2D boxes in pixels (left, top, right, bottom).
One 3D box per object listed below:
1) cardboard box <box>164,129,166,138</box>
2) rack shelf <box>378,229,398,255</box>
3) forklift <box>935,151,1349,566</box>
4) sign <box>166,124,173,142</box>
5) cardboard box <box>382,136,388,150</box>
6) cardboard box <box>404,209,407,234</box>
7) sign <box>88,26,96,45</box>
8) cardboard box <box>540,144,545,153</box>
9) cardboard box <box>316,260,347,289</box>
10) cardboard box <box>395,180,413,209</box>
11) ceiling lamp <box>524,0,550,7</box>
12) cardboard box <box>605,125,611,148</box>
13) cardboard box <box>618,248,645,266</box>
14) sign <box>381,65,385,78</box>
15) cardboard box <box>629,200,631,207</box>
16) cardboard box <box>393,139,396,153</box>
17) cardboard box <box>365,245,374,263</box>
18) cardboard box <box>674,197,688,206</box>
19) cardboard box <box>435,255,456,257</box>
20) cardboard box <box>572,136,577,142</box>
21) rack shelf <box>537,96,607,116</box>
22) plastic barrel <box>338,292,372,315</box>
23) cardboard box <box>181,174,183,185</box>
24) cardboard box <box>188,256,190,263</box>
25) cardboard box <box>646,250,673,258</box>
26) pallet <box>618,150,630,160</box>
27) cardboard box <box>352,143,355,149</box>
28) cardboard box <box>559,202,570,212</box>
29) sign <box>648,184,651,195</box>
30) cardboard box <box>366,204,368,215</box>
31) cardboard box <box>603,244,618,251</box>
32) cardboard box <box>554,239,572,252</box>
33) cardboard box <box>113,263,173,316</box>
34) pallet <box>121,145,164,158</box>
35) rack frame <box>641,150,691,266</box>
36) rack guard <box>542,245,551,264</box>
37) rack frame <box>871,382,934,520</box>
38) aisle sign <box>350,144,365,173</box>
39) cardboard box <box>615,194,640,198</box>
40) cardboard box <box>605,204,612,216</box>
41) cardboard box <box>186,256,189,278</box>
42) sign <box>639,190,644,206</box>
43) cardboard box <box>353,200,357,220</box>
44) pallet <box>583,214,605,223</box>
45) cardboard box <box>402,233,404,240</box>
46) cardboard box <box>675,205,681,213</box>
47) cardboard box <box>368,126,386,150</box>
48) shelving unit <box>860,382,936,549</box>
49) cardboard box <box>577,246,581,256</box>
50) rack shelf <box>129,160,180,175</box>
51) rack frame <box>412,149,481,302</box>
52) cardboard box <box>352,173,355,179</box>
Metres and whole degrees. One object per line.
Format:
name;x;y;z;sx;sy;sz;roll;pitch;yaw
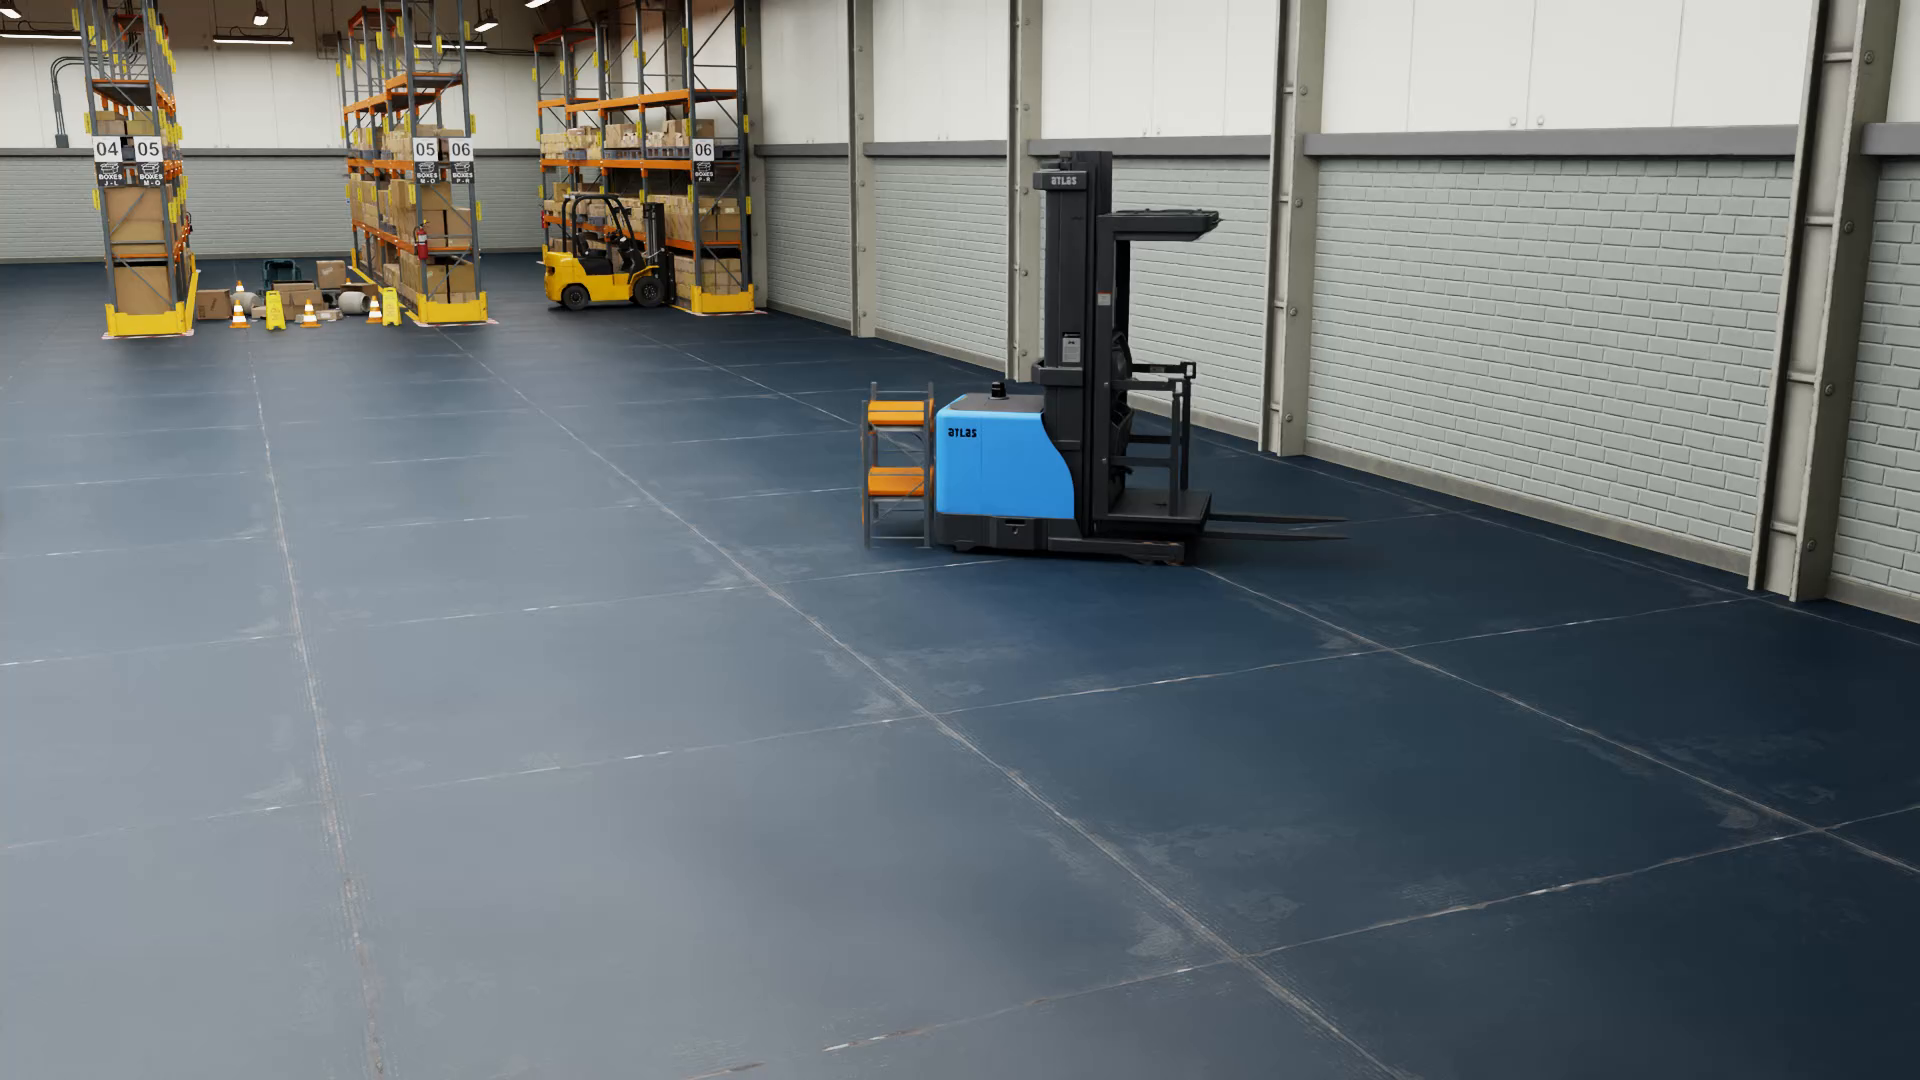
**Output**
cardboard box;-14.539;-7.348;29.834;0.500;0.250;0.500;-6;14;-23
rack shelf;-11.480;-6.275;34.927;1.077;0.370;4.000;-6;14;-23
forklift;1.383;-1.371;12.294;3.031;2.935;1.130;3;13;12
sign;-14.666;-7.547;30.851;0.100;0.325;0.005;-6;14;-23
cardboard box;-11.911;-8.352;35.432;0.700;0.500;0.500;-6;14;-23
cardboard box;-10.126;-5.981;31.178;0.500;0.500;0.500;-5;14;-22
sign;-15.666;-9.110;30.025;0.100;0.325;0.005;-6;14;-23
cardboard box;-11.012;-10.558;44.855;0.500;0.250;0.500;-6;14;-24
cardboard box;-12.298;-5.197;32.535;0.500;0.500;0.500;-6;14;-23
cardboard box;-9.976;-6.354;30.573;0.700;0.500;0.500;-6;14;-24
ceiling lamp;-8.091;-12.201;32.685;0.800;3.185;2.000;-6;14;-23
cardboard box;-7.668;-9.080;37.422;0.500;0.500;0.500;-5;14;-22
cardboard box;-7.228;-6.271;37.650;0.875;0.625;0.625;-5;14;-21
sign;-14.983;-12.154;43.181;0.100;0.325;0.005;-6;14;-23
cardboard box;-7.012;-7.338;36.264;0.380;0.149;0.250;-5;14;-22
cardboard box;-10.539;-7.524;31.749;0.500;0.250;0.500;-6;14;-23
cardboard box;-14.756;-7.333;42.650;0.875;0.438;0.875;-5;14;-21
cardboard box;-5.361;-6.602;32.421;0.380;0.149;0.250;-5;14;-22
cardboard box;-10.196;-5.345;32.815;0.500;0.500;0.500;-6;14;-24
cardboard box;-9.257;-9.795;40.629;0.380;0.149;0.250;-6;14;-24
rack shelf;-10.138;-11.298;43.332;1.077;0.370;4.000;-6;14;-23
plastic barrel;-11.291;-4.421;31.033;0.512;0.421;0.421;4;14;16
cardboard box;-19.150;-8.621;40.368;0.500;0.500;0.500;-5;14;-20
cardboard box;-18.858;-6.779;40.240;0.380;0.149;0.250;-5;14;-22
cardboard box;-6.226;-5.886;34.596;0.500;0.250;0.500;-6;14;-24
pallet;-6.930;-8.495;36.686;1.003;0.211;1.213;-5;14;-20
cardboard box;-15.261;-10.039;42.343;0.380;0.149;0.250;-5;14;-21
cardboard box;-10.166;-8.676;43.377;0.500;0.250;0.500;-6;14;-23
sign;-7.227;-8.103;38.660;0.100;0.325;0.005;-6;14;-23
cardboard box;-13.553;-7.708;38.744;0.500;0.250;0.500;-5;14;-22
cardboard box;-8.165;-6.870;39.075;0.380;0.149;0.250;-6;14;-26
cardboard box;-10.474;-7.813;44.586;0.700;0.500;0.500;-5;14;-21
cardboard box;-13.904;-4.222;28.239;0.875;0.875;0.875;-6;14;-23
pallet;-13.878;-6.489;27.798;1.003;0.211;1.213;-6;14;-23
rack frame;-6.132;-6.662;35.001;1.000;3.000;0.127;-6;14;-23
rack guard;-10.909;-7.907;45.927;1.175;0.500;0.348;-6;14;-23
rack frame;-0.463;-0.717;13.473;0.500;1.125;0.032;0;13;1
aisle sign;-15.780;-9.947;43.430;0.394;0.787;0.004;-6;14;-23
cardboard box;-7.798;-7.862;39.033;0.500;0.500;0.500;-5;14;-20
cardboard box;-7.804;-7.543;38.031;0.500;0.250;0.500;-6;14;-23
cardboard box;-17.646;-6.148;37.394;0.500;0.500;0.500;-6;14;-24
sign;-6.626;-7.136;34.659;0.100;0.325;0.005;-6;14;-23
cardboard box;-15.141;-8.407;42.319;0.500;0.500;0.500;-6;14;-23
pallet;-8.518;-7.796;40.327;1.003;0.211;1.213;-6;14;-23
cardboard box;-10.698;-5.949;32.477;0.380;0.149;0.250;-5;14;-21
cardboard box;-5.342;-6.459;32.464;0.380;0.149;0.250;-6;14;-25
cardboard box;-12.571;-8.820;36.511;0.797;0.503;0.637;-7;15;-26
shelving unit;-0.471;-0.602;12.978;0.538;1.125;1.048;0;13;1
cardboard box;-9.349;-7.181;41.857;0.500;0.500;0.500;-5;14;-21
rack shelf;-17.577;-8.095;36.137;1.077;0.370;4.000;-6;14;-23
rack frame;-9.077;-5.386;29.490;1.000;3.000;0.127;-6;14;-23
cardboard box;-15.306;-9.281;42.439;0.380;0.149;0.250;-6;14;-25
